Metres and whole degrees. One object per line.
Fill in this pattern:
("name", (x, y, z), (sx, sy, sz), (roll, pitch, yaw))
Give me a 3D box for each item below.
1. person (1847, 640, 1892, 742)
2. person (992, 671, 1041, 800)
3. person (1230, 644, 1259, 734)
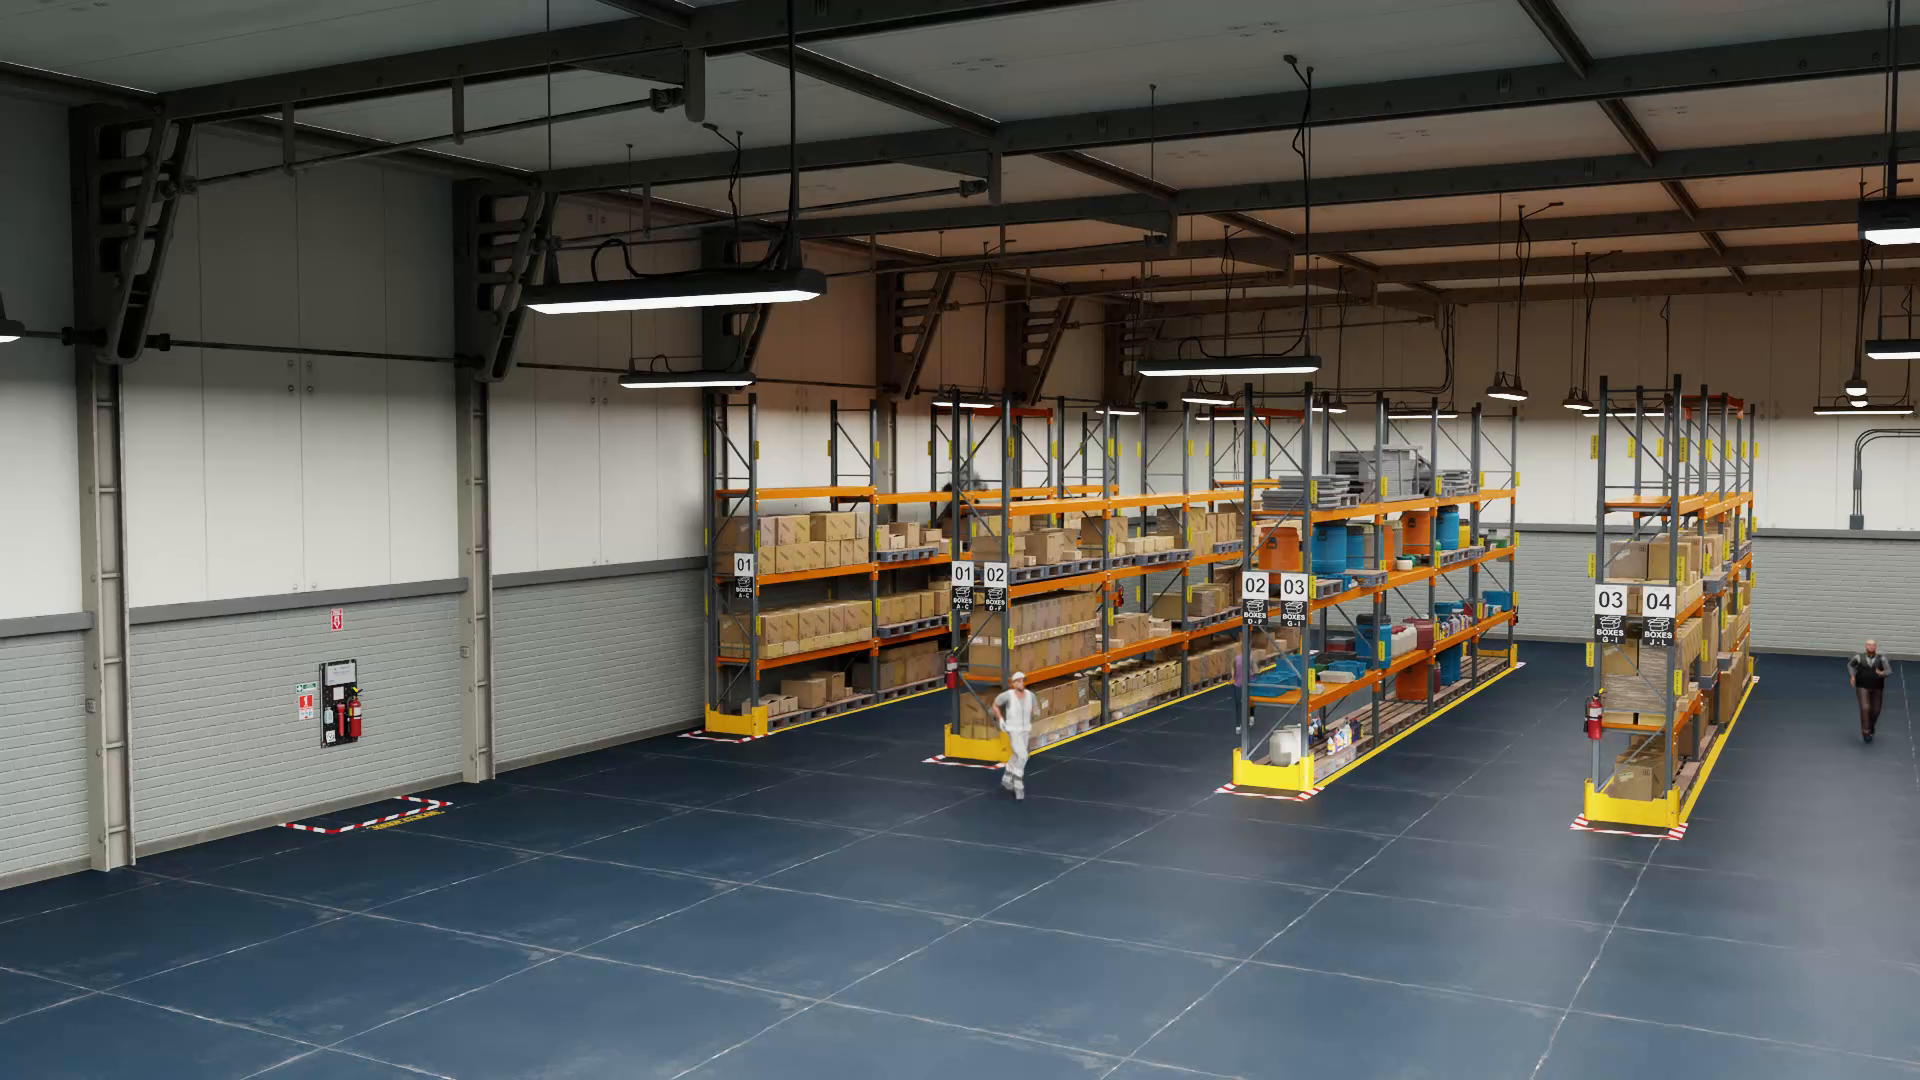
("person", (15.681, 2.569, 28.665), (0.656, 1.707, 0.969), (1, 3, 20))
("person", (0.872, 2.822, 24.074), (0.616, 1.851, 0.732), (-2, 4, -33))
("person", (5.037, 2.601, 29.491), (0.543, 1.576, 0.877), (1, 3, 20))
